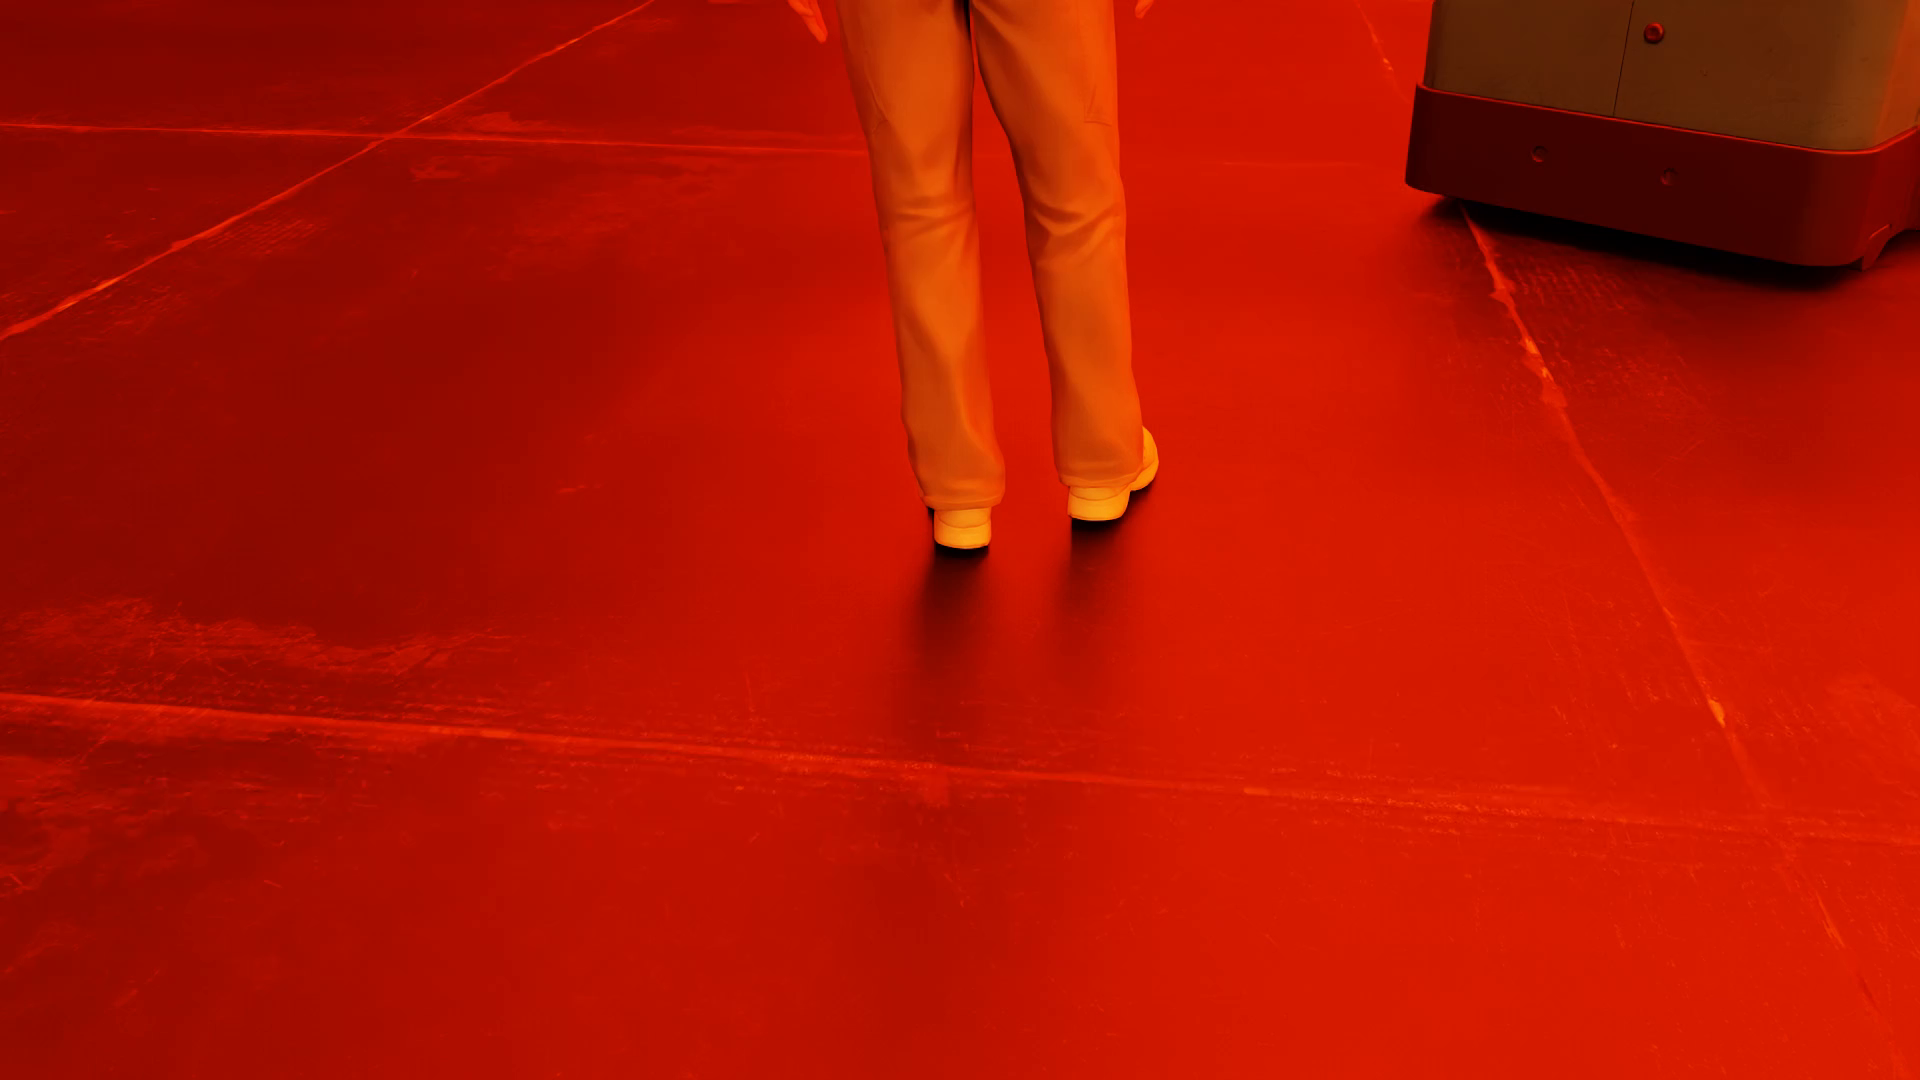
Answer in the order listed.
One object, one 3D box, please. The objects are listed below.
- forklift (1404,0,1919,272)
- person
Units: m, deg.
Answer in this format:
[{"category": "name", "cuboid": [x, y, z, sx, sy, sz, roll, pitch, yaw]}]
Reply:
[{"category": "forklift", "cuboid": [2.478, -2.450, 4.128, 1.130, 2.935, 3.031, 23, 35, 38]}, {"category": "person", "cuboid": [0.023, -0.788, 2.187, 0.550, 1.673, 0.548, 3, 27, 7]}]
